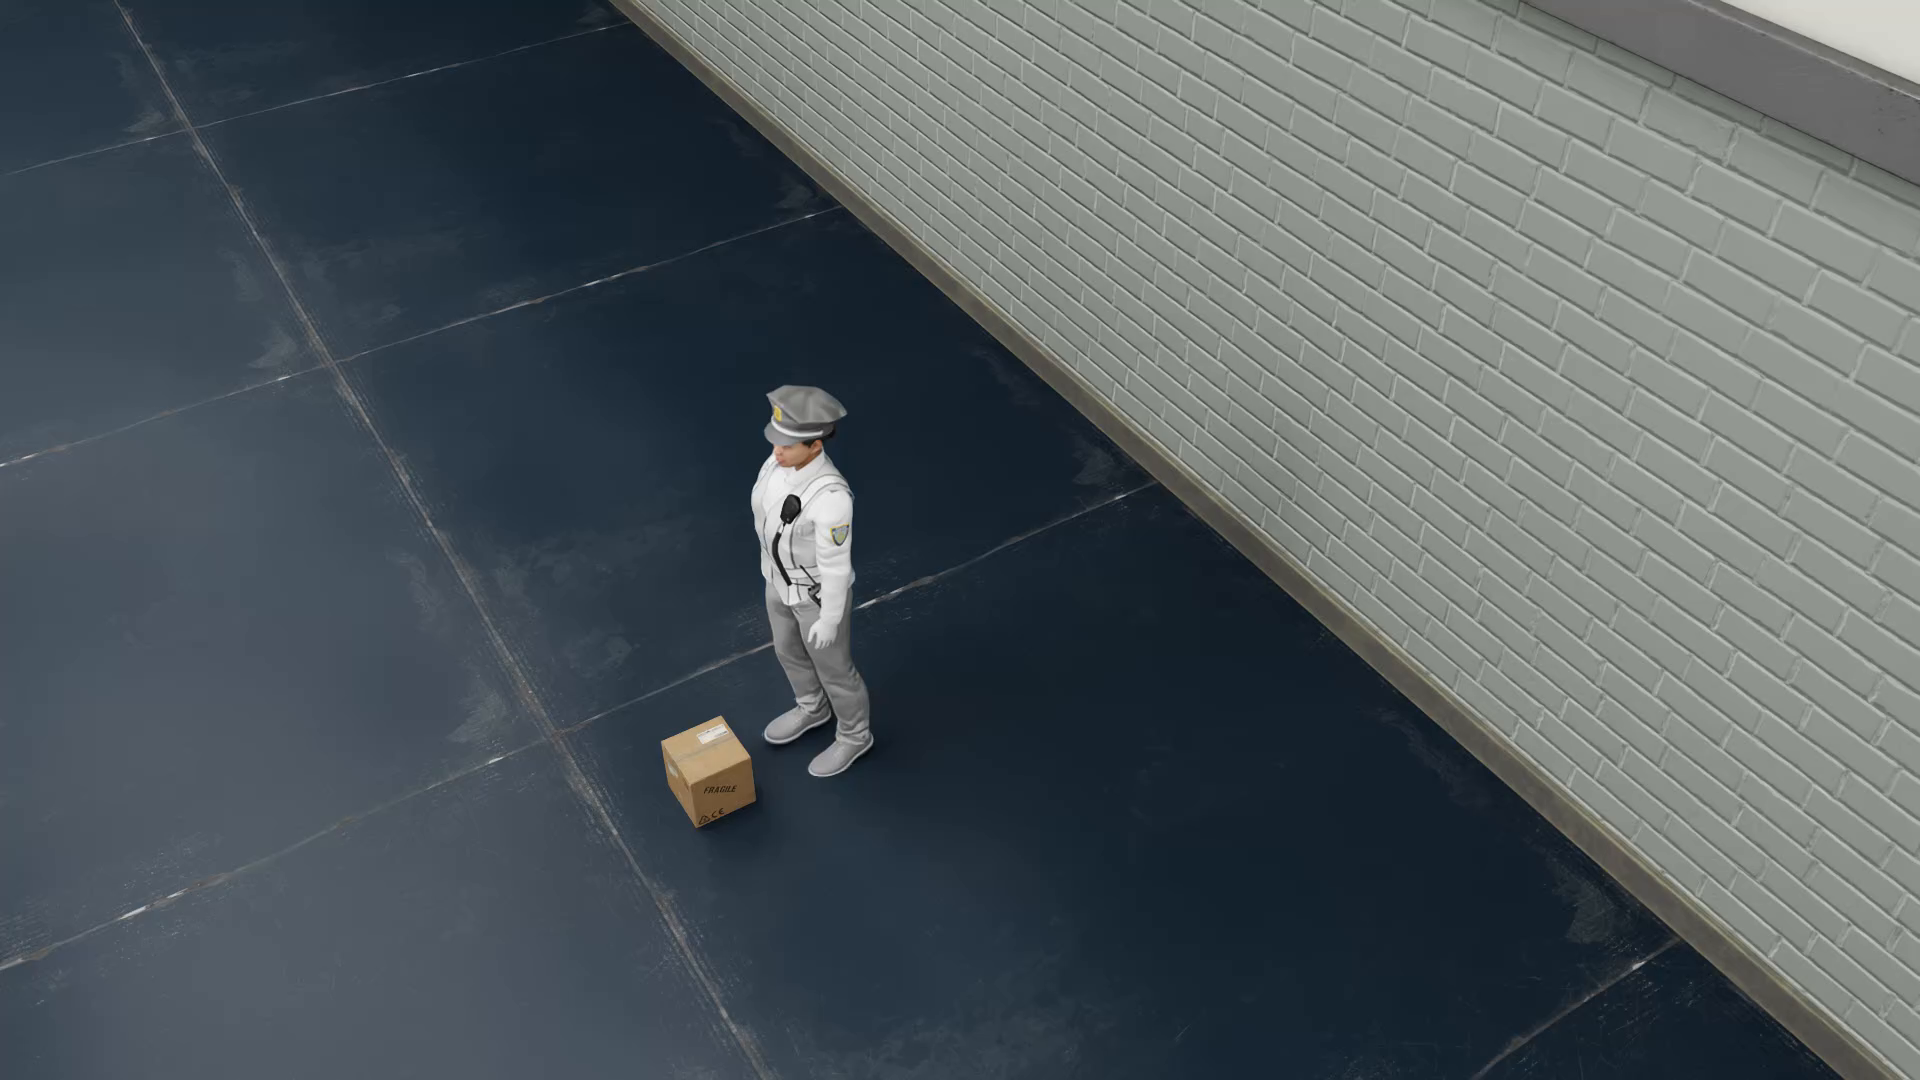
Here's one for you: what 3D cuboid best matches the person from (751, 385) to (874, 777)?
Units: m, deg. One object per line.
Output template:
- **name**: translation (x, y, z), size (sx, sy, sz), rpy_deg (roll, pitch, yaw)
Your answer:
- **person**: translation (-0.543, 0.174, 5.956), size (0.360, 1.698, 0.464), rpy_deg (-22, 45, -23)
